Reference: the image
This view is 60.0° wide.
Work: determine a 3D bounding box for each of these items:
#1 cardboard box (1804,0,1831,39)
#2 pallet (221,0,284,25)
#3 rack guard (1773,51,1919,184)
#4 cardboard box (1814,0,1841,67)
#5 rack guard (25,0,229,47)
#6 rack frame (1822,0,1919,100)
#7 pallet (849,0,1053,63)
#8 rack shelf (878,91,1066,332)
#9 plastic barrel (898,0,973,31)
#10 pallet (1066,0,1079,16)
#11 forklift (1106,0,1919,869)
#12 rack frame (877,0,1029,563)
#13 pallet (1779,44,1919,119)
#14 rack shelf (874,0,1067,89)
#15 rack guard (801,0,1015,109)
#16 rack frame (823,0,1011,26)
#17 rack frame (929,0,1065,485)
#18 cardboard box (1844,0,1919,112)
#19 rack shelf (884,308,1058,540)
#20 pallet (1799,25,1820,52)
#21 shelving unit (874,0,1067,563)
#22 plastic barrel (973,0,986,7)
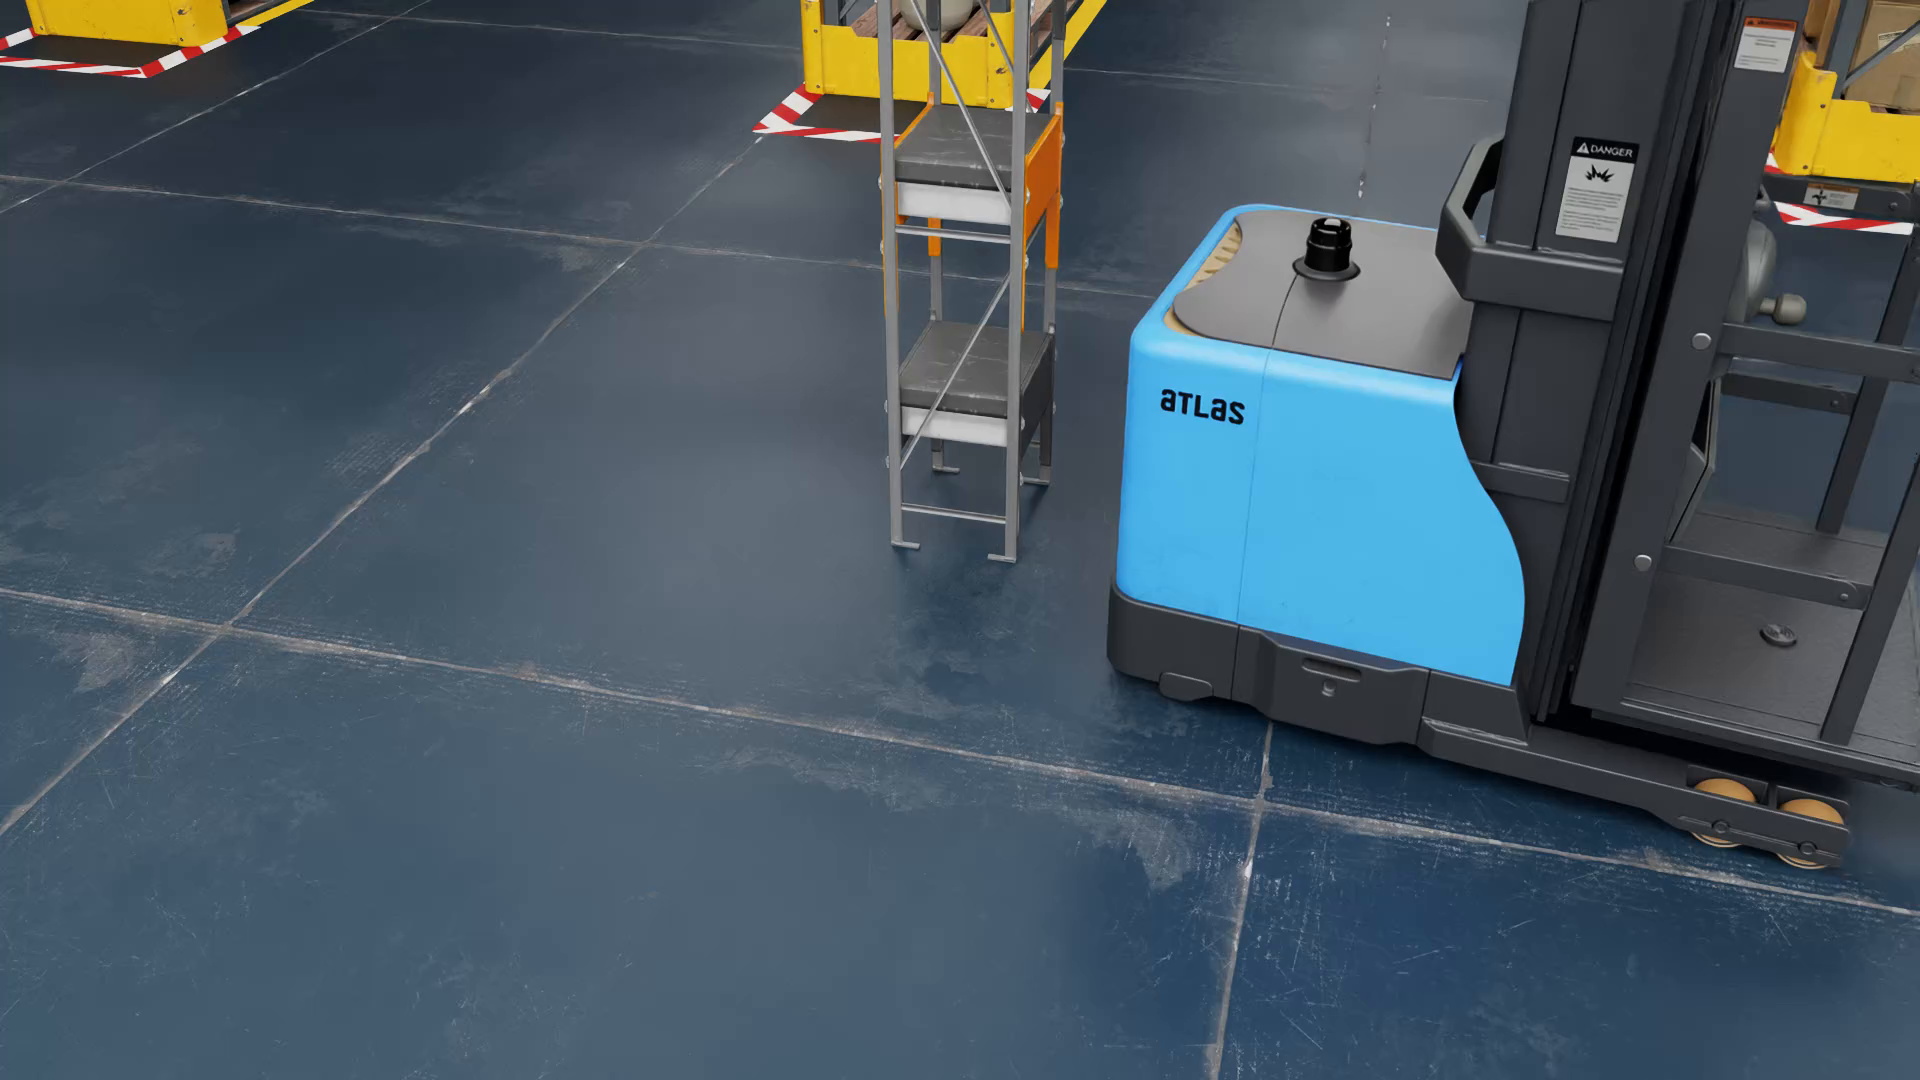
[{"bbox_3d":[5.030,-3.088,9.250,0.500,0.500,0.500,11,34,17],"label":"cardboard box"},{"bbox_3d":[-4.868,-3.583,10.690,1.003,0.211,1.213,8,33,12],"label":"pallet"},{"bbox_3d":[4.579,-1.991,7.917,1.175,0.500,0.348,8,33,12],"label":"rack guard"},{"bbox_3d":[4.853,-2.766,8.743,0.500,0.500,0.500,17,36,25],"label":"cardboard box"},{"bbox_3d":[-5.027,-3.290,9.959,1.175,0.500,0.348,8,33,12],"label":"rack guard"},{"bbox_3d":[4.560,-3.007,7.184,1.000,3.000,0.127,8,33,12],"label":"rack frame"},{"bbox_3d":[-0.046,-2.971,9.727,1.003,0.211,1.213,8,33,12],"label":"pallet"},{"bbox_3d":[0.042,-0.960,4.829,0.431,0.518,0.480,8,33,12],"label":"rack shelf"},{"bbox_3d":[-0.138,-3.160,9.353,0.421,0.512,0.421,0,32,0],"label":"plastic barrel"},{"bbox_3d":[0.266,-3.602,10.720,1.003,0.211,1.213,8,33,12],"label":"pallet"},{"bbox_3d":[1.972,-0.770,3.730,3.031,2.935,1.130,13,35,19],"label":"forklift"},{"bbox_3d":[-0.020,-0.845,4.623,0.400,2.100,0.015,8,33,12],"label":"rack frame"},{"bbox_3d":[4.819,-2.286,8.650,1.003,0.211,1.213,8,33,12],"label":"pallet"},{"bbox_3d":[0.042,-1.551,4.454,0.431,0.518,0.480,8,33,12],"label":"rack shelf"},{"bbox_3d":[-0.257,-2.672,8.987,1.175,0.500,0.348,8,33,12],"label":"rack guard"},{"bbox_3d":[-0.231,-3.681,8.245,1.000,3.000,0.127,8,33,12],"label":"rack frame"},{"bbox_3d":[0.104,-1.099,5.021,0.400,2.100,0.015,8,33,12],"label":"rack frame"},{"bbox_3d":[4.734,-2.451,8.248,0.500,0.500,0.500,14,35,21],"label":"cardboard box"},{"bbox_3d":[0.042,-0.370,5.205,0.431,0.518,0.480,8,33,12],"label":"rack shelf"},{"bbox_3d":[5.131,-2.917,9.642,1.003,0.211,1.213,8,33,12],"label":"pallet"},{"bbox_3d":[0.042,-0.972,4.822,0.431,2.100,0.503,8,33,12],"label":"shelving unit"},{"bbox_3d":[-0.011,-3.421,9.762,0.421,0.512,0.421,0,32,0],"label":"plastic barrel"}]
